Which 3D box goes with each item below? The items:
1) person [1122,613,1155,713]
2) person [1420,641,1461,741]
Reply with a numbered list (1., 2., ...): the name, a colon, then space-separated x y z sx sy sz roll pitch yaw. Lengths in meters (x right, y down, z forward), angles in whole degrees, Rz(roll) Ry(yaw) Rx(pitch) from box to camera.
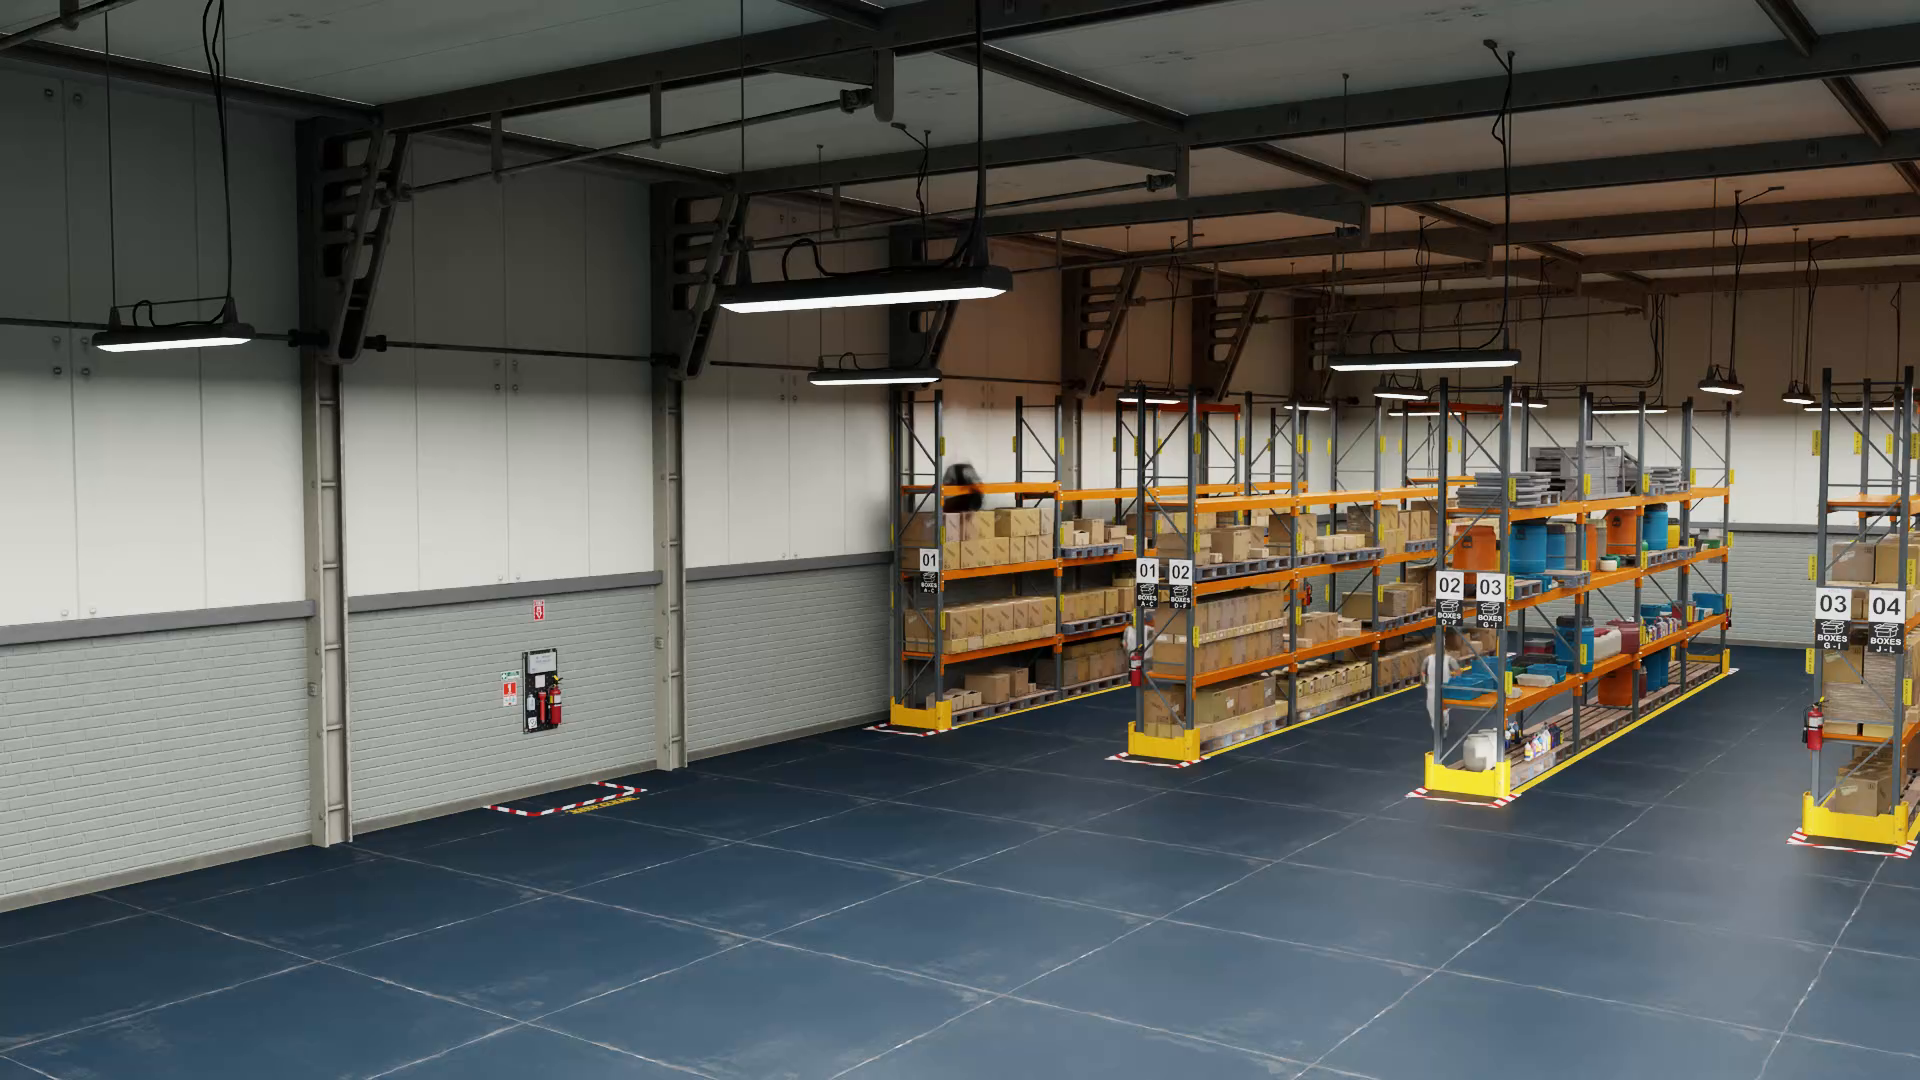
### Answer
1. person: 3.224 2.149 30.005 0.610 1.820 0.850 2 4 31
2. person: 8.059 2.541 28.012 0.644 1.741 0.578 2 4 27
